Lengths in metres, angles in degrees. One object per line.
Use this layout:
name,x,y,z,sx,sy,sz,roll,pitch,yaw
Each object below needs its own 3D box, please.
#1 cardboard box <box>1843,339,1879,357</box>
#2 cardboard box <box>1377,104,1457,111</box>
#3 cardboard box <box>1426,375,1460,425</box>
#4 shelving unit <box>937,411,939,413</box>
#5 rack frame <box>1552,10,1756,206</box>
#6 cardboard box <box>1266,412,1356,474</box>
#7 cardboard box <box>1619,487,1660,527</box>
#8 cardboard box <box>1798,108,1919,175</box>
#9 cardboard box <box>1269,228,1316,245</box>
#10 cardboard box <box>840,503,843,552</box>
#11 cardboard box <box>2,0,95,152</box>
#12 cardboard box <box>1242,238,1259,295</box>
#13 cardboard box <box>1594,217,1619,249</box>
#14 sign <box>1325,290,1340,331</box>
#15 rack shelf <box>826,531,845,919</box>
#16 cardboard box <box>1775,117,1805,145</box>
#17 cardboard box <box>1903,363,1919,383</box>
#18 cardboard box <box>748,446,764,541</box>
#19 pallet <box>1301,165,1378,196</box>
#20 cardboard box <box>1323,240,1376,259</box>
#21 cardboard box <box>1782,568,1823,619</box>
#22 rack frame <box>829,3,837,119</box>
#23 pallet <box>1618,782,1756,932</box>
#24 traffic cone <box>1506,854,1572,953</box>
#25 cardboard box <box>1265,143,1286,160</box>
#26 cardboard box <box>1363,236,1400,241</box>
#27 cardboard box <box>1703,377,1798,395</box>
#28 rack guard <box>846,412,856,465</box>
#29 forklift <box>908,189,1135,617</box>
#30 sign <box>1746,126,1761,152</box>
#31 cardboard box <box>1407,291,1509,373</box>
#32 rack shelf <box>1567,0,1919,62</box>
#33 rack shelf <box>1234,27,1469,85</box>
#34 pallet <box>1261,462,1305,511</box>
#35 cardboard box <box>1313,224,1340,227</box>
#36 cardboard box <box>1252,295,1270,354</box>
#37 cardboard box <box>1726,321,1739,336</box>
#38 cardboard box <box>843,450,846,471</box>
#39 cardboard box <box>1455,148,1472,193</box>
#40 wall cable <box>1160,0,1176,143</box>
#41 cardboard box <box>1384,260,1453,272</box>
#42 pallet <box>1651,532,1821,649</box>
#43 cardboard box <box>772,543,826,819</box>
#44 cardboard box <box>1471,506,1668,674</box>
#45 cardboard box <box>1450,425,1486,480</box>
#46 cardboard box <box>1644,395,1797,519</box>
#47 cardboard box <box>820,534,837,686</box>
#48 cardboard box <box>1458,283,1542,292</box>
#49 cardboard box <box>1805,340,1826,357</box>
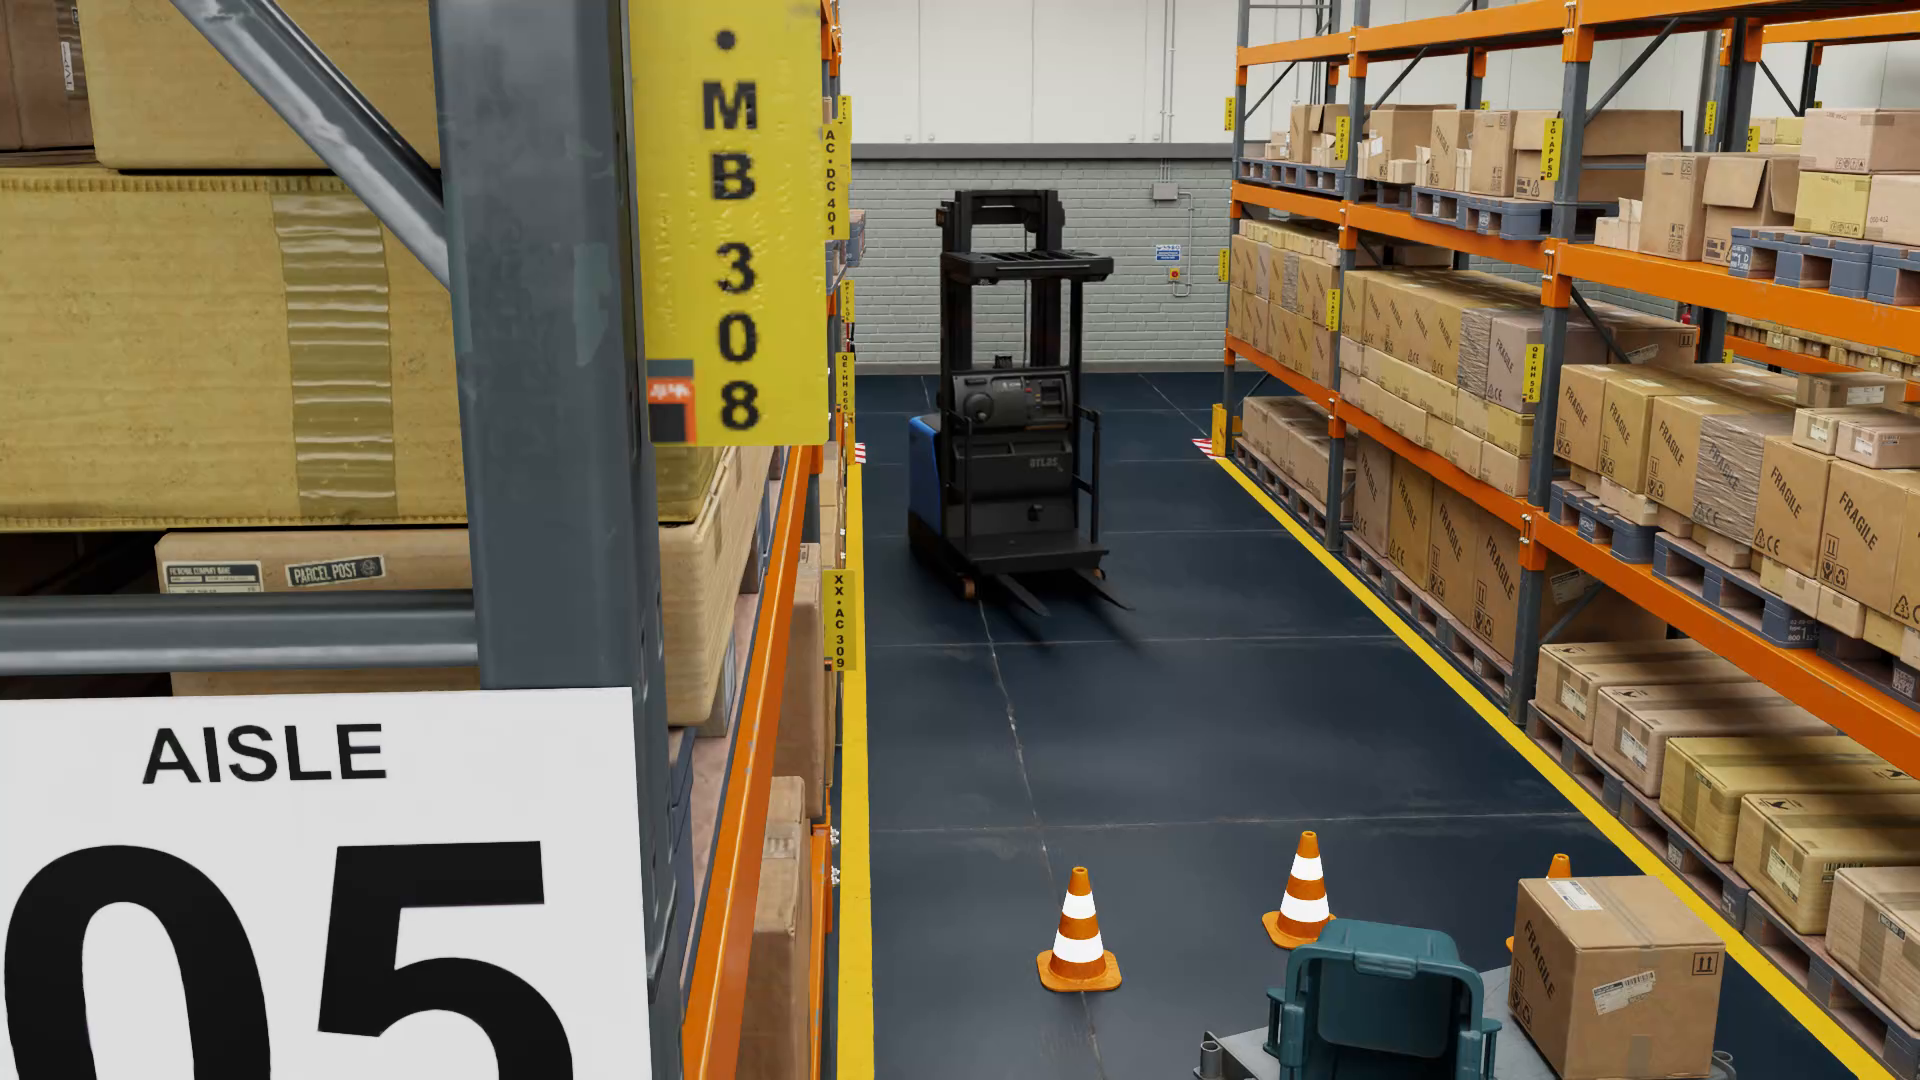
cardboard box,8.146,-1.772,14.596,0.500,0.250,0.500,-1,14,-3
cardboard box,3.686,-3.278,13.483,0.500,0.500,0.500,-1,14,-2
cardboard box,3.389,-0.921,10.884,0.500,0.250,0.500,-1,14,-5
shelving unit,-0.067,-0.558,14.088,0.215,1.050,0.252,-4,15,-15
rack frame,3.761,-3.286,8.739,1.000,3.000,0.127,-1,14,-3
cardboard box,3.471,-0.943,15.970,0.875,0.438,0.875,0,14,-2
cardboard box,3.547,-0.170,8.330,0.380,0.149,0.250,-1,14,-3
cardboard box,3.760,-1.607,6.688,0.500,0.250,0.500,-1,14,-3
cardboard box,3.076,-2.802,15.386,0.380,0.149,0.250,-1,14,-3
cardboard box,-1.024,-0.060,10.907,0.500,0.250,0.500,-1,14,-3
cardboard box,-1.067,-0.463,1.646,0.380,0.149,0.250,-1,14,-3
cardboard box,3.049,-2.651,16.102,0.500,0.500,0.500,-1,14,-5
cardboard box,3.610,-1.631,8.829,0.380,0.149,0.250,-1,14,-3
sign,2.959,-1.824,13.200,0.100,0.325,0.005,-1,14,-3
rack shelf,-1.050,0.567,7.248,1.077,0.370,4.000,-1,14,-3
cardboard box,8.053,-3.848,15.644,0.500,0.250,0.500,-1,14,-4
cardboard box,8.195,-1.407,13.978,0.380,0.149,0.250,-1,14,-3
cardboard box,-0.411,-0.088,1.790,0.380,0.149,0.250,-1,14,-3
pallet,3.473,-2.989,13.781,1.003,0.211,1.213,-1,14,-3
cardboard box,3.262,-2.423,13.916,0.380,0.149,0.250,-1,14,-3
cardboard box,3.631,0.216,6.828,0.380,0.149,0.250,-1,14,-3
rack frame,-1.421,-4.179,12.210,1.000,3.000,0.127,-1,14,-3
pallet,3.880,1.467,7.902,1.003,0.211,1.213,-1,14,-3
traffic cone,2.534,1.556,7.050,0.336,0.463,0.334,-1,14,-3
cardboard box,3.103,-3.679,15.746,0.380,0.149,0.250,0,14,-1
cardboard box,3.721,-2.560,14.449,0.380,0.149,0.250,-1,14,-5
cardboard box,4.109,-0.539,8.462,0.500,0.500,0.500,-1,14,-4
rack guard,-1.665,-1.039,17.062,1.175,0.500,0.348,-1,14,-3
forklift,0.459,-1.080,12.342,1.130,2.935,3.031,-4,15,-15
sign,4.302,-2.092,9.078,0.100,0.325,0.005,-1,14,-3
cardboard box,3.379,-1.415,11.298,0.500,0.500,0.500,-1,14,-4
rack shelf,3.885,-2.247,6.945,1.077,0.370,4.000,-1,14,-3
rack shelf,3.389,-4.236,14.678,1.077,0.370,4.000,-1,14,-3
pallet,3.465,-0.519,15.622,1.003,0.211,1.213,-1,14,-3
cardboard box,3.601,-2.942,15.932,0.380,0.149,0.250,-1,14,-2
cardboard box,3.081,-2.043,15.745,0.500,0.500,0.500,-1,14,-4
cardboard box,8.027,-2.178,16.974,0.380,0.149,0.250,-1,14,-2
cardboard box,-1.231,-0.719,15.082,0.380,0.149,0.250,-1,14,-3
cardboard box,3.326,-2.309,10.387,0.396,0.266,0.258,-1,14,-5
wall cable,2.631,-6.686,21.953,0.463,3.000,0.029,-1,14,-3
cardboard box,3.725,-2.030,13.690,0.500,0.500,0.500,-1,14,-3
pallet,3.924,0.204,7.599,1.003,0.211,1.213,-1,14,-3
cardboard box,-0.787,0.347,4.188,0.875,0.550,0.550,-1,14,-3
cardboard box,3.801,0.272,10.371,0.875,0.875,0.875,-1,14,-4
cardboard box,3.423,-0.557,10.471,0.500,0.250,0.500,-1,14,-2
cardboard box,3.636,-0.400,7.919,0.500,0.500,0.500,-1,14,-2
cardboard box,-0.750,0.282,6.708,0.500,0.500,0.500,-1,14,-4
cardboard box,3.842,-1.546,11.808,0.500,0.500,0.500,0,14,-2
cardboard box,8.117,-1.791,15.471,0.380,0.149,0.250,-1,14,-4
